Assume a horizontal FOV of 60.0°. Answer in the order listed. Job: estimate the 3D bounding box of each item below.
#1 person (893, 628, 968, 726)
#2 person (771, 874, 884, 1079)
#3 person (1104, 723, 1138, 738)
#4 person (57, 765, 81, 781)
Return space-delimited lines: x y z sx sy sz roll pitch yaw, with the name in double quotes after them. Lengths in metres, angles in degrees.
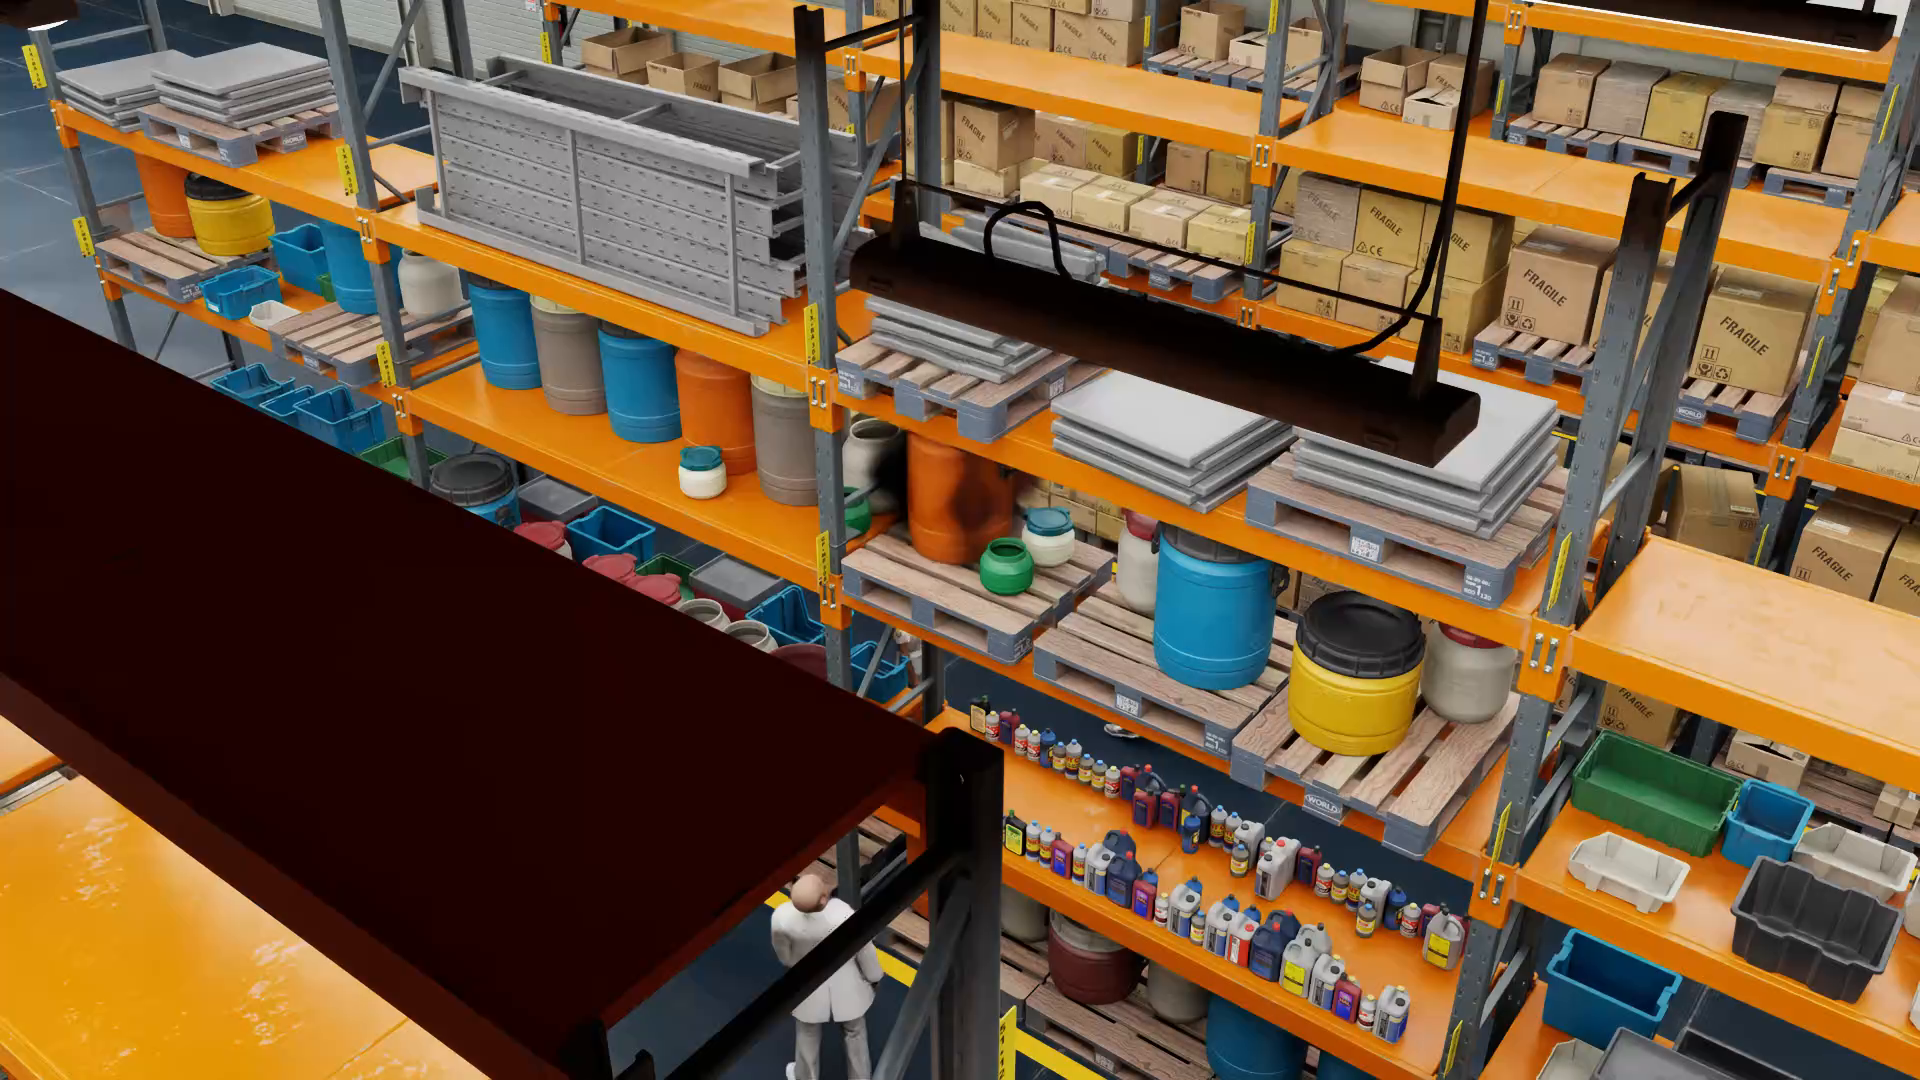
-0.256 0.906 12.181 0.650 1.662 0.539 4 32 7 "person"
-0.748 2.504 9.530 0.621 1.795 0.498 -3 32 -5 "person"
1.445 0.912 12.372 0.709 1.488 0.467 7 32 12 "person"
-5.416 1.994 10.586 0.512 1.508 0.374 20 37 30 "person"
